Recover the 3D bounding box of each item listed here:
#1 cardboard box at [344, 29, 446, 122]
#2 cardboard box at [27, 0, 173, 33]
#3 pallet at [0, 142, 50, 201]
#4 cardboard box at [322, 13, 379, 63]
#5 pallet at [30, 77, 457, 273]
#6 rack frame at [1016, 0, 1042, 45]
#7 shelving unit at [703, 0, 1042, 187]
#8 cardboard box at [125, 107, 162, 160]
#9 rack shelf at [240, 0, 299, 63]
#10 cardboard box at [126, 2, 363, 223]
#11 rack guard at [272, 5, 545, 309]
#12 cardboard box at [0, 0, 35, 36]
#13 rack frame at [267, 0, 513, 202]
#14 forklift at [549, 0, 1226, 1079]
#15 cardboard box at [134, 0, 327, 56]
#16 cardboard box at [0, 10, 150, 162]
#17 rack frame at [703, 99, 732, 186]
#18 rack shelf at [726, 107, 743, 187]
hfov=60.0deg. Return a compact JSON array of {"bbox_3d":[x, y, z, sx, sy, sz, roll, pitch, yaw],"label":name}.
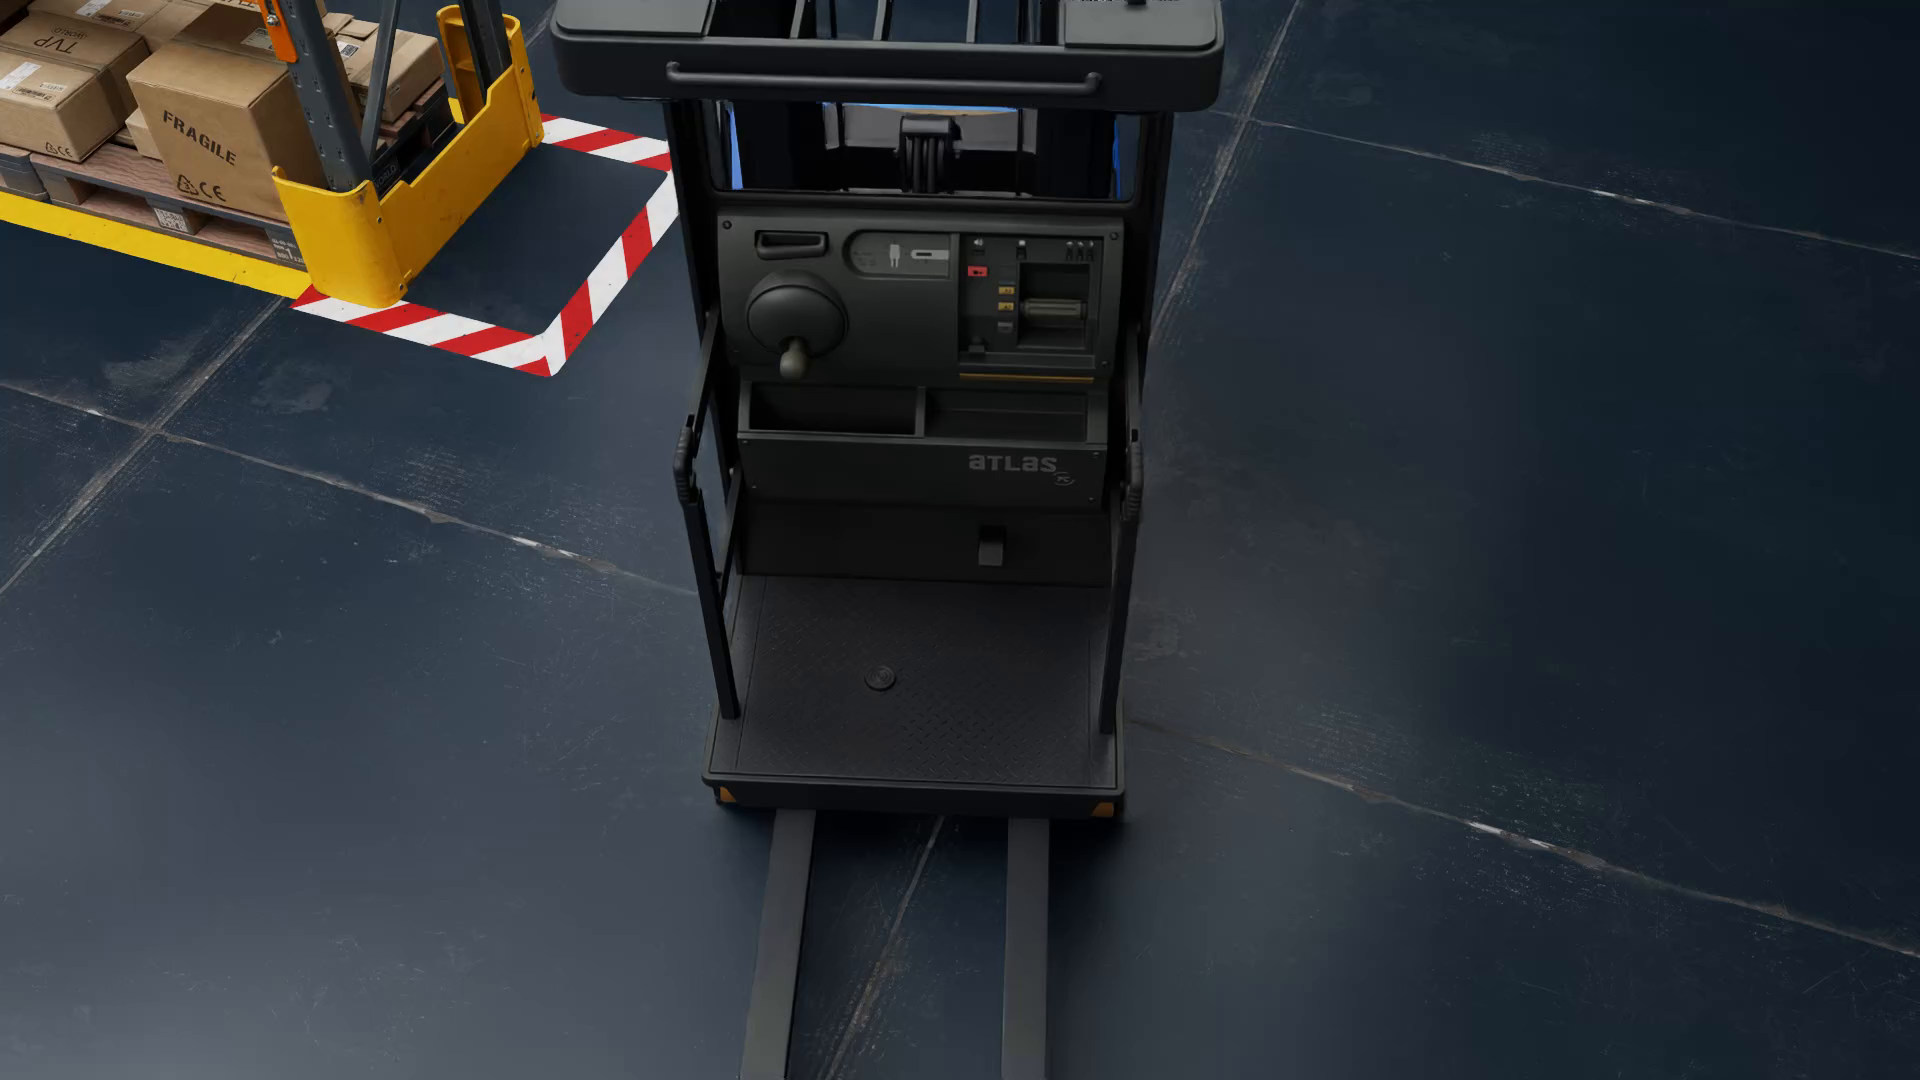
[{"bbox_3d":[-2.208,-1.801,6.421,0.250,0.149,0.380,16,51,13],"label":"cardboard box"},{"bbox_3d":[-3.284,-2.086,6.602,0.500,0.250,0.500,16,51,13],"label":"cardboard box"},{"bbox_3d":[-3.895,-1.873,6.734,1.213,0.211,1.003,16,51,13],"label":"pallet"},{"bbox_3d":[-2.443,-1.872,6.472,0.250,0.166,0.380,16,51,13],"label":"cardboard box"},{"bbox_3d":[-2.754,-1.552,6.456,1.213,0.211,1.003,16,51,13],"label":"pallet"},{"bbox_3d":[0.227,-1.408,5.478,0.032,1.500,0.500,-4,49,-4],"label":"rack frame"},{"bbox_3d":[-0.279,-1.370,5.445,1.048,1.500,0.538,-4,49,-4],"label":"shelving unit"},{"bbox_3d":[-2.879,-1.591,6.228,0.250,0.166,0.380,16,51,13],"label":"cardboard box"},{"bbox_3d":[-3.811,-2.526,5.930,4.000,0.370,1.077,16,51,13],"label":"rack shelf"},{"bbox_3d":[-2.530,-1.531,5.955,0.500,0.500,0.500,16,51,13],"label":"cardboard box"},{"bbox_3d":[-2.006,-1.439,6.166,0.348,0.500,1.175,16,51,13],"label":"rack guard"},{"bbox_3d":[-3.923,-2.123,6.466,0.637,0.503,0.797,16,51,13],"label":"cardboard box"},{"bbox_3d":[-1.935,-2.237,5.204,0.127,3.000,1.000,16,51,13],"label":"rack frame"},{"bbox_3d":[-0.100,-0.456,3.706,1.130,2.935,3.031,2,49,2],"label":"forklift"},{"bbox_3d":[-2.815,-1.955,6.488,0.500,0.250,0.500,16,51,13],"label":"cardboard box"},{"bbox_3d":[-3.411,-1.719,6.283,0.500,0.250,0.500,16,51,13],"label":"cardboard box"},{"bbox_3d":[-0.785,-1.333,5.413,0.032,1.500,0.500,-4,49,-4],"label":"rack frame"},{"bbox_3d":[-0.279,-1.252,5.581,1.000,0.185,0.538,-4,49,-4],"label":"rack shelf"}]
